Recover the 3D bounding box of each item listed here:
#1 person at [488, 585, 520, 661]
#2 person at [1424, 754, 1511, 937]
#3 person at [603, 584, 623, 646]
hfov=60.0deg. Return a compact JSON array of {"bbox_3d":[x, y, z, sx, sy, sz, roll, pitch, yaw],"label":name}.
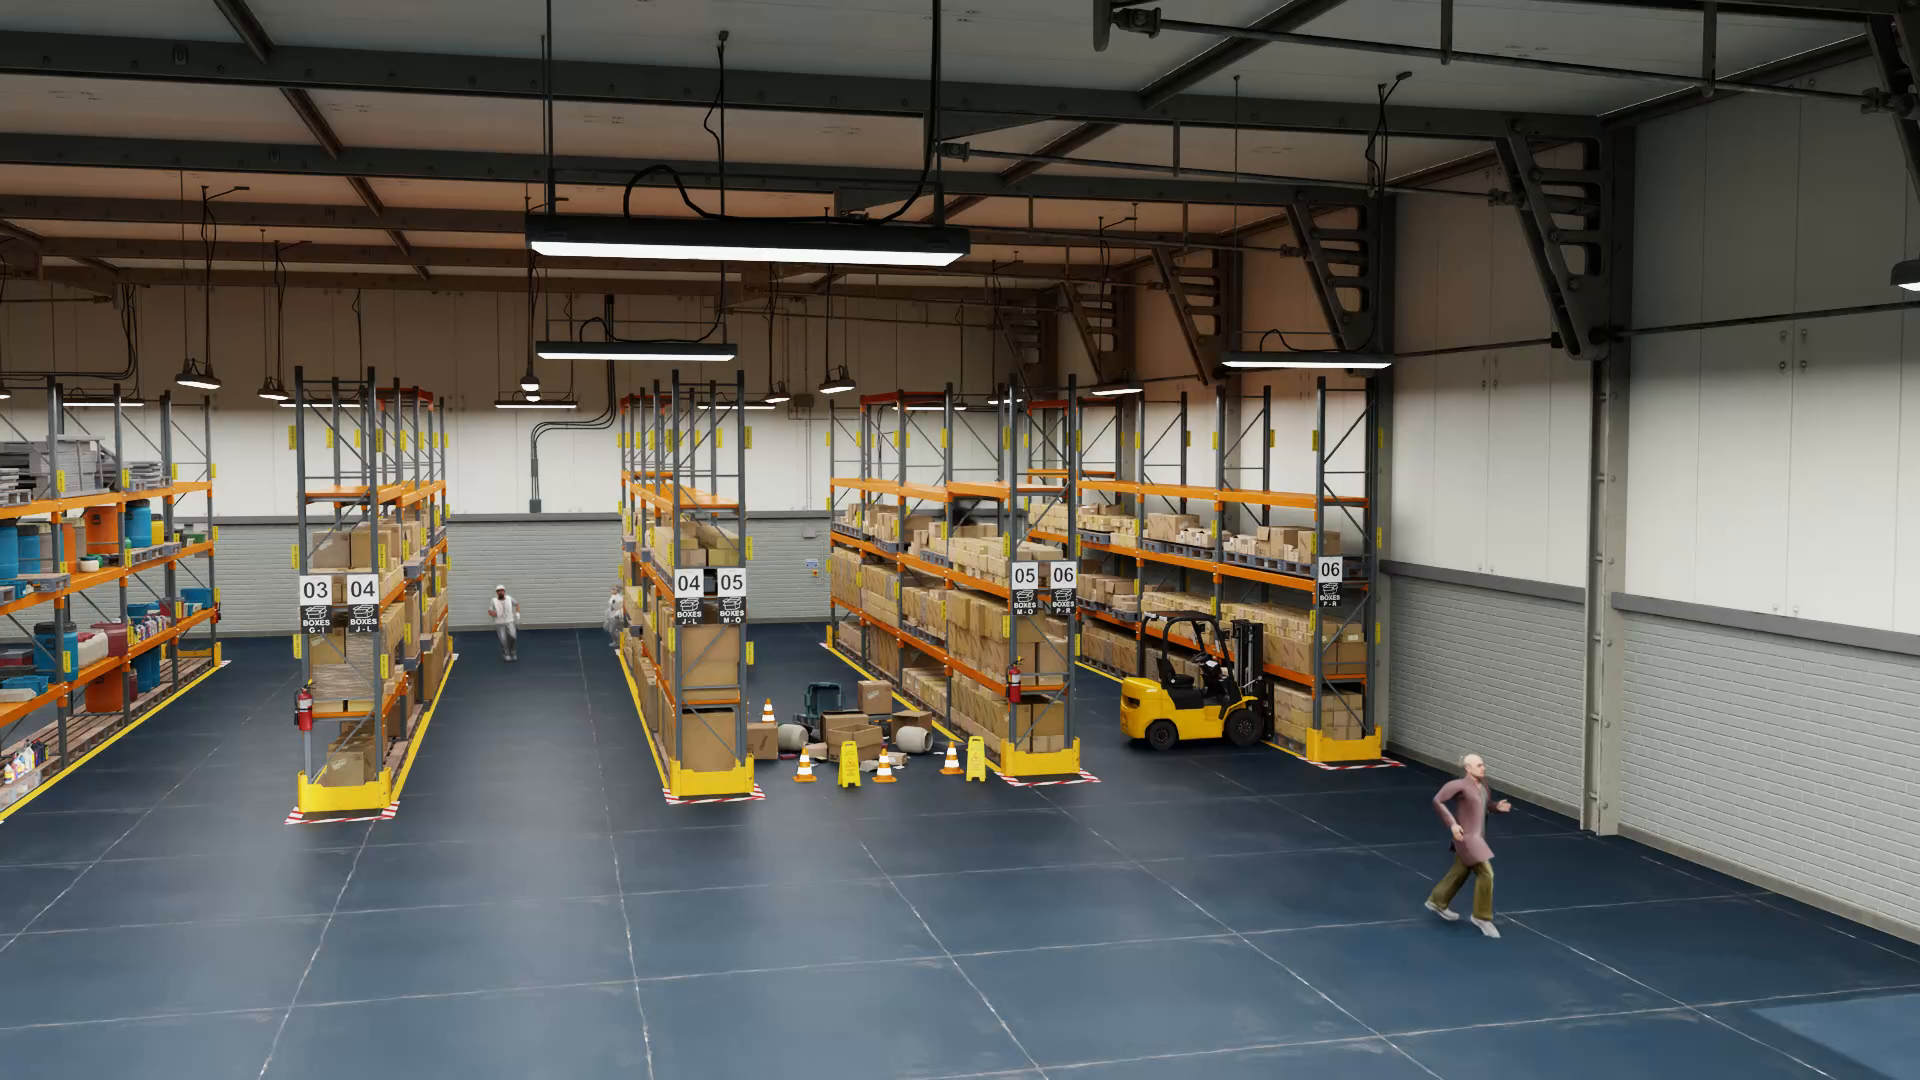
[{"bbox_3d":[-10.318,1.883,37.653,0.696,1.735,0.625,-1,4,-17],"label":"person"},{"bbox_3d":[5.210,3.106,17.075,0.864,1.854,0.668,3,4,37],"label":"person"},{"bbox_3d":[-8.371,1.821,40.239,0.475,1.560,0.754,-2,4,-25],"label":"person"}]
